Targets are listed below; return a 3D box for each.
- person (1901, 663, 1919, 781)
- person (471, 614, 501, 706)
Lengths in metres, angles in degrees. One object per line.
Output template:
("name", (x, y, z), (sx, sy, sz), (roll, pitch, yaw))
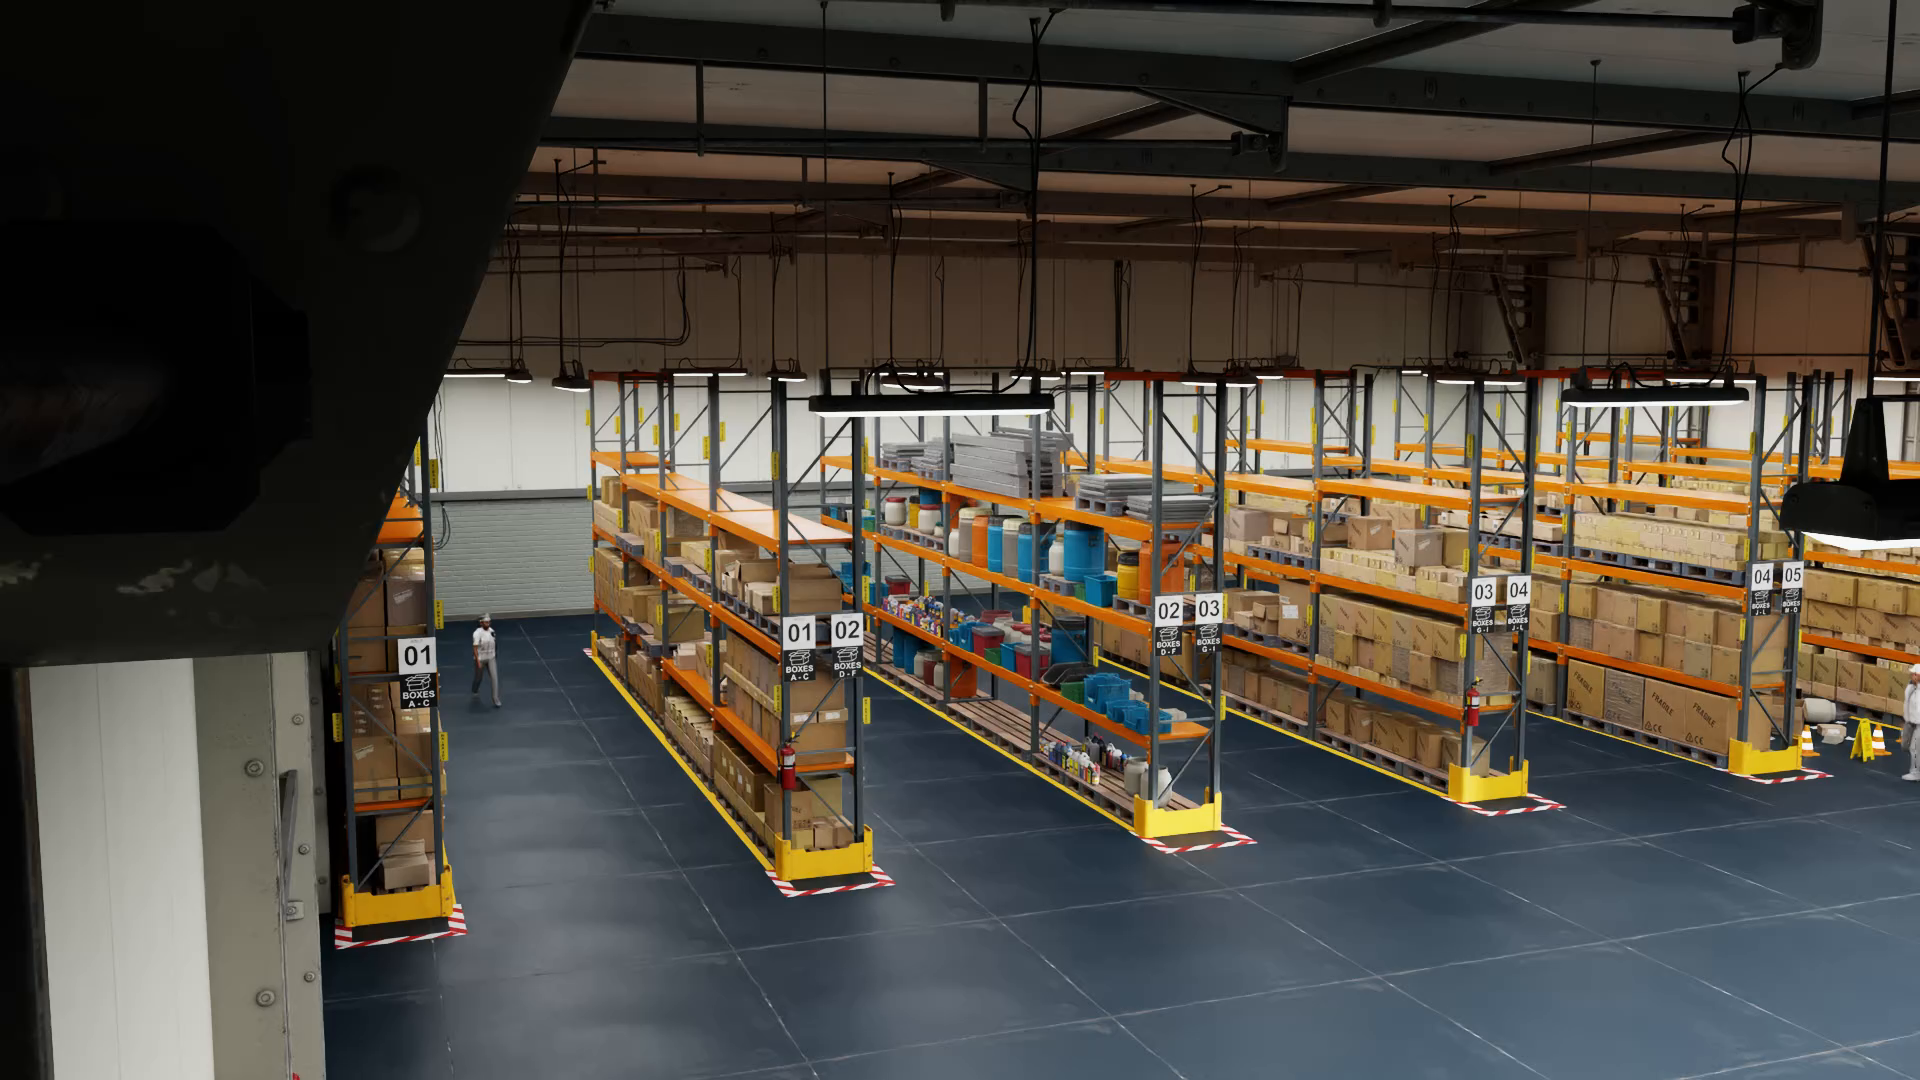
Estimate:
("person", (14.318, 2.691, 24.752), (0.683, 1.757, 0.544), (-1, 7, -12))
("person", (-8.611, 2.145, 30.103), (0.446, 1.624, 0.998), (-4, 8, -32))
